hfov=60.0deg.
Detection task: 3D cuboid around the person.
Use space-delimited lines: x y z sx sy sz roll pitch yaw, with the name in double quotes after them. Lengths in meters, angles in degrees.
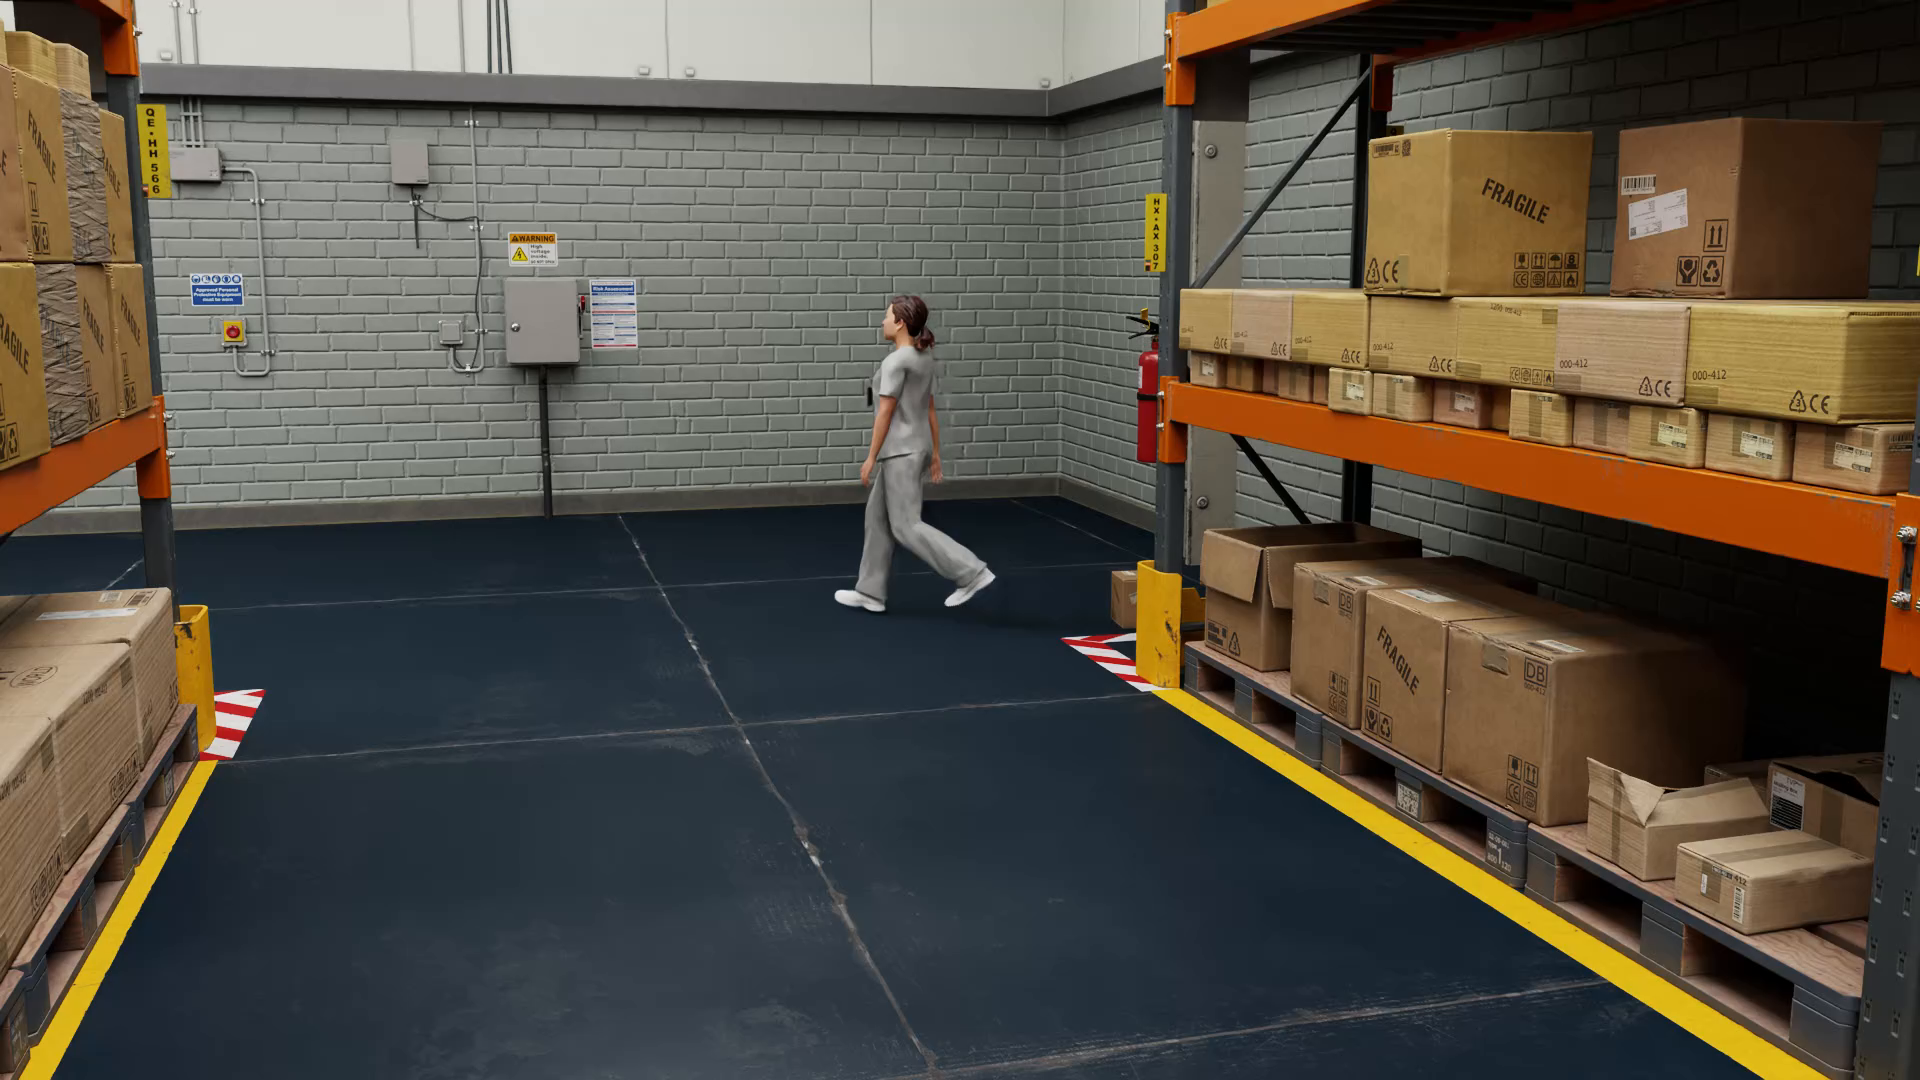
-0.242 -0.422 8.471 0.943 1.635 0.457 4 10 22 "person"
